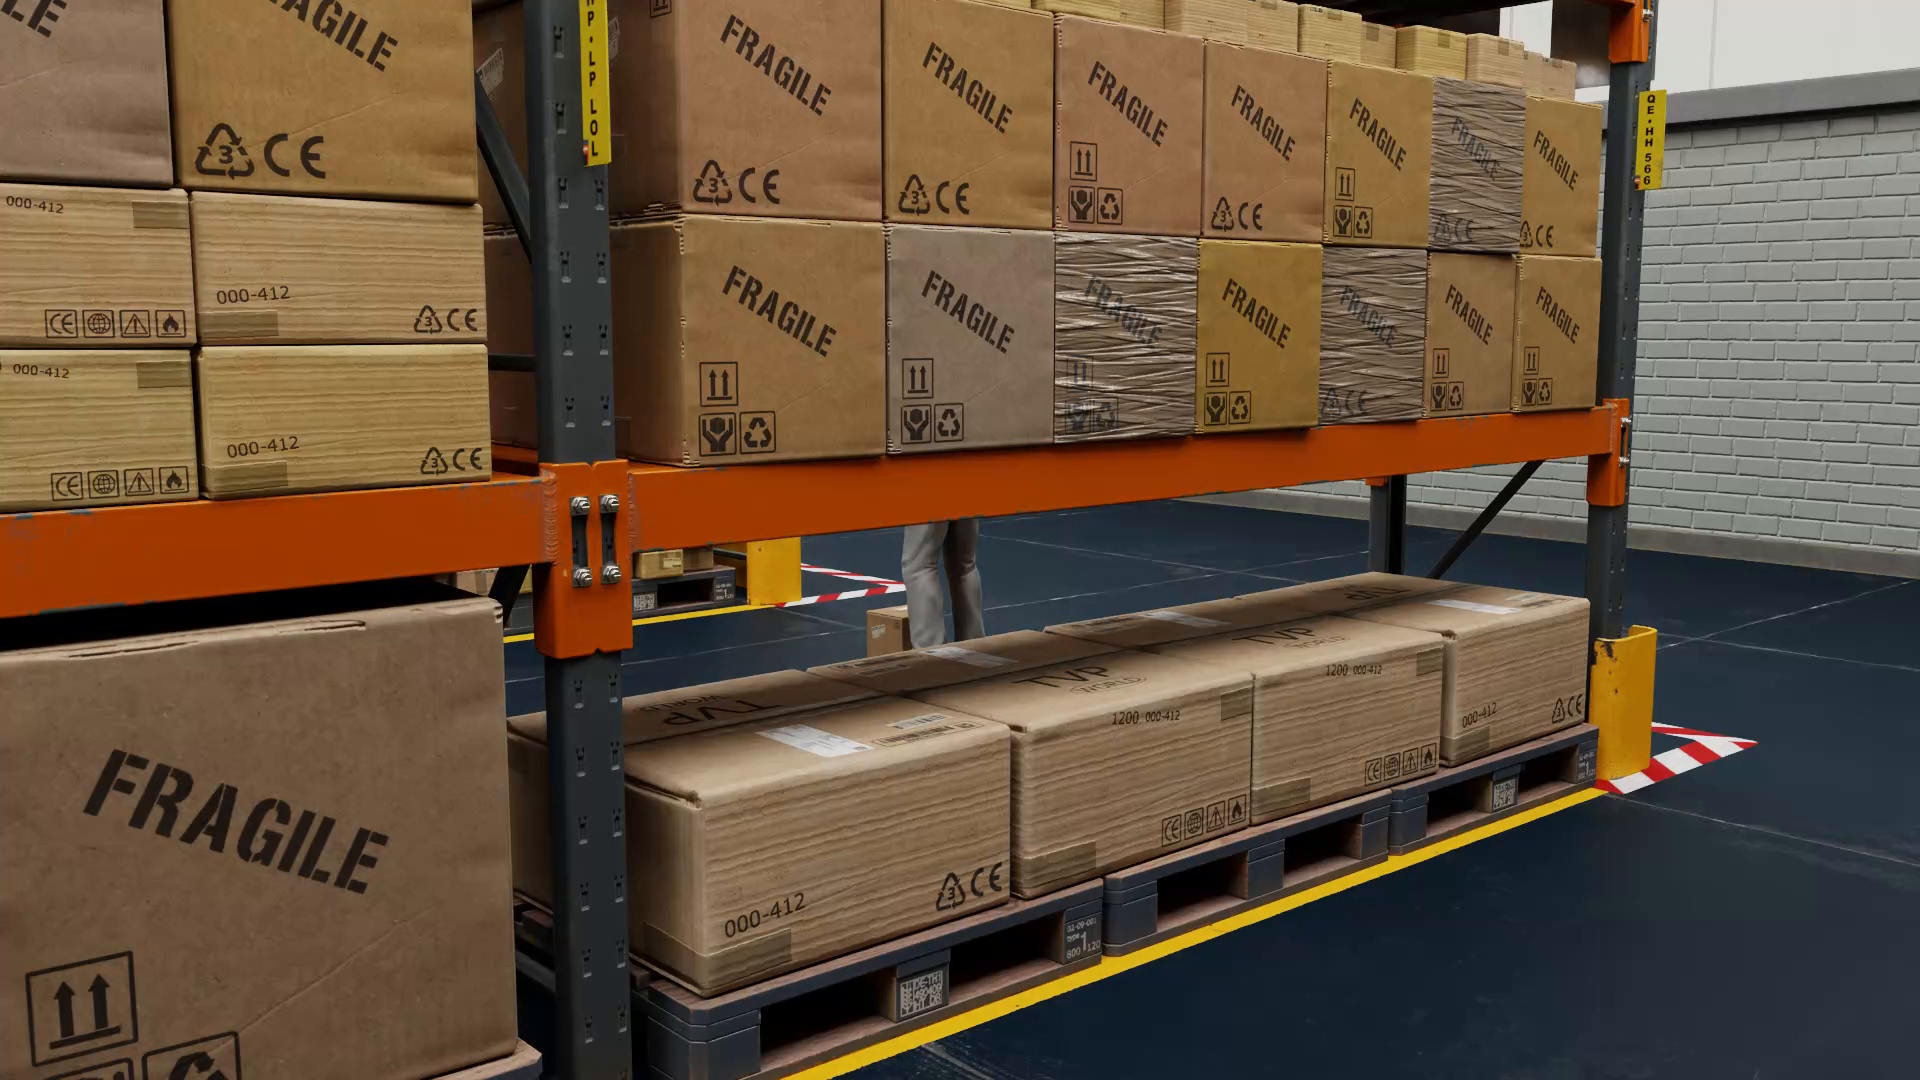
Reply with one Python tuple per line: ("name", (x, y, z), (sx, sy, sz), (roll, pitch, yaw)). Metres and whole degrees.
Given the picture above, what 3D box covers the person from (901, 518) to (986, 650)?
("person", (-0.088, -0.227, 7.516), (0.488, 1.673, 0.355), (-6, 10, -41))
